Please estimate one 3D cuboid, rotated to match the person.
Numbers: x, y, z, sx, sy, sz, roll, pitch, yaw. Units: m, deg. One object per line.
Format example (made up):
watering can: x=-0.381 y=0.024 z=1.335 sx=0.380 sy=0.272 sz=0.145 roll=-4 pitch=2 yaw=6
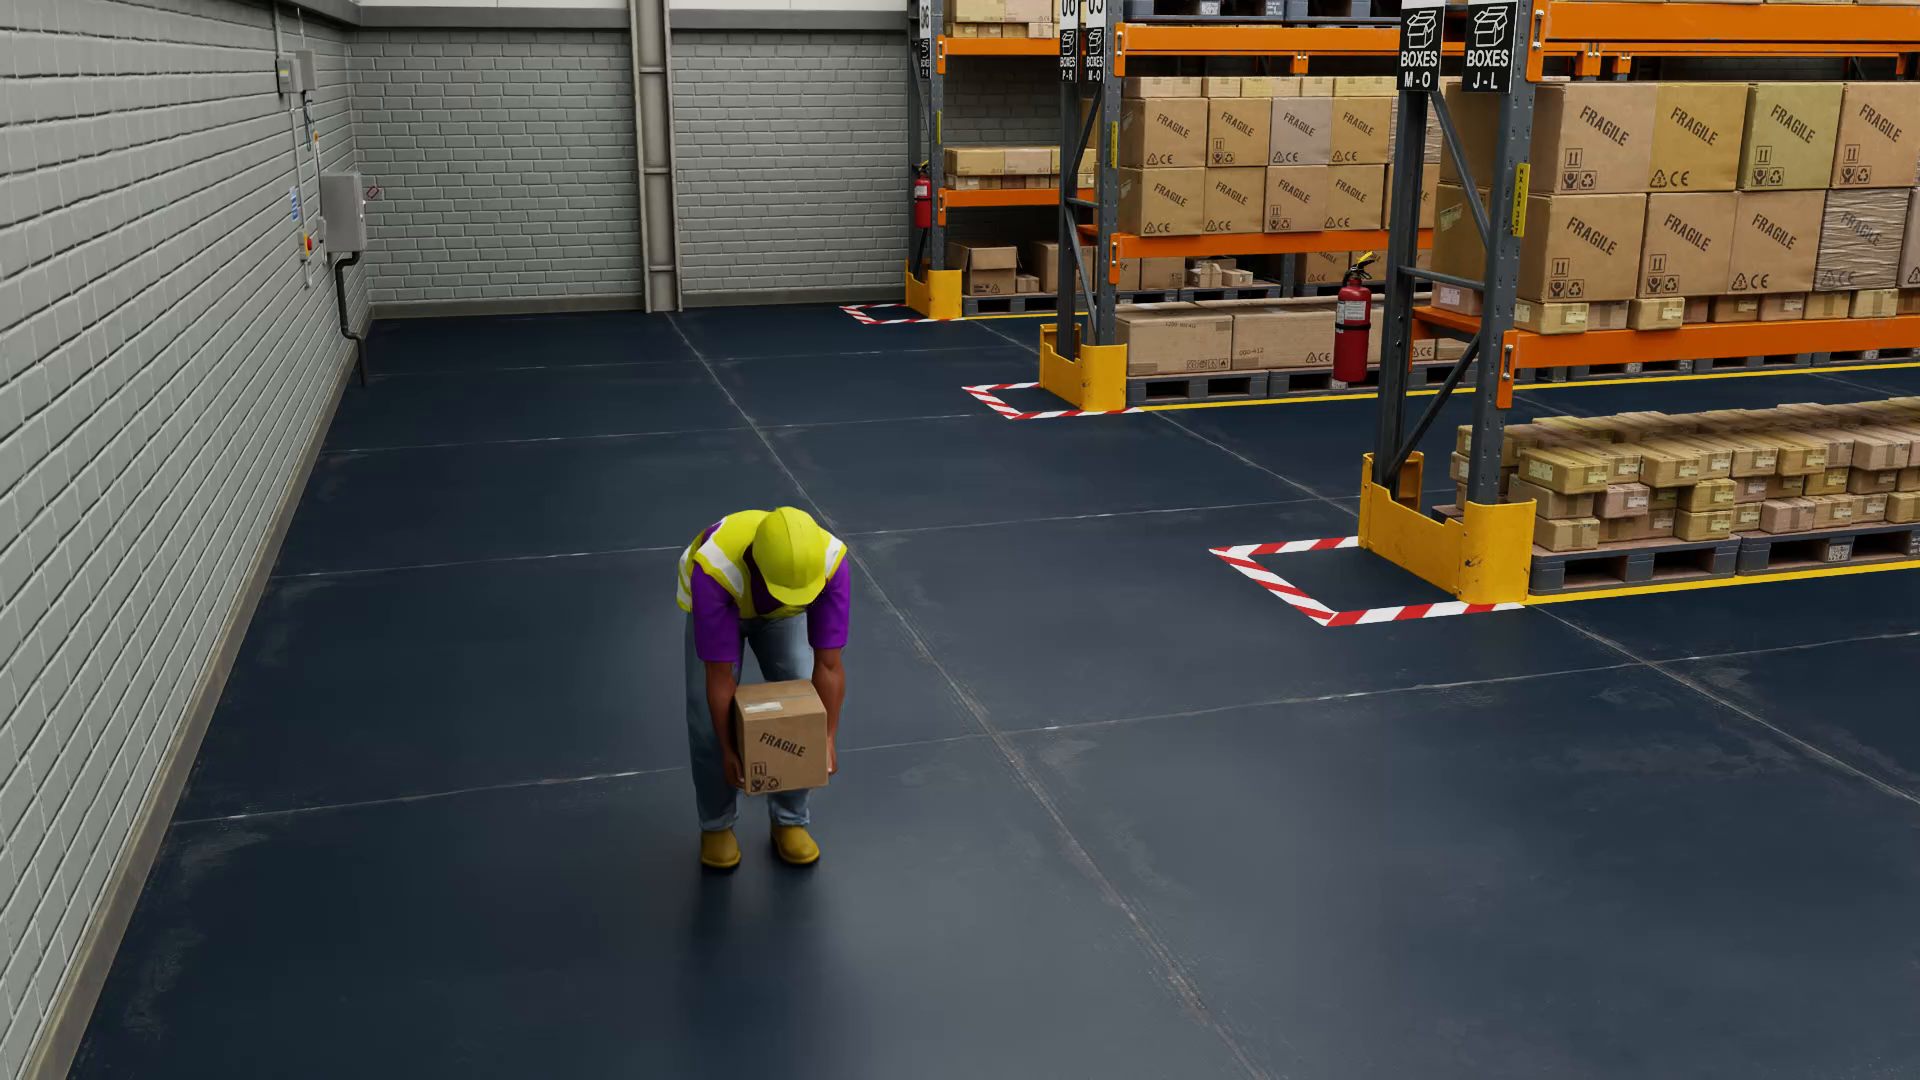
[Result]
person: x=-0.601 y=0.451 z=5.228 sx=0.488 sy=1.311 sz=0.923 roll=-5 pitch=17 yaw=-17
